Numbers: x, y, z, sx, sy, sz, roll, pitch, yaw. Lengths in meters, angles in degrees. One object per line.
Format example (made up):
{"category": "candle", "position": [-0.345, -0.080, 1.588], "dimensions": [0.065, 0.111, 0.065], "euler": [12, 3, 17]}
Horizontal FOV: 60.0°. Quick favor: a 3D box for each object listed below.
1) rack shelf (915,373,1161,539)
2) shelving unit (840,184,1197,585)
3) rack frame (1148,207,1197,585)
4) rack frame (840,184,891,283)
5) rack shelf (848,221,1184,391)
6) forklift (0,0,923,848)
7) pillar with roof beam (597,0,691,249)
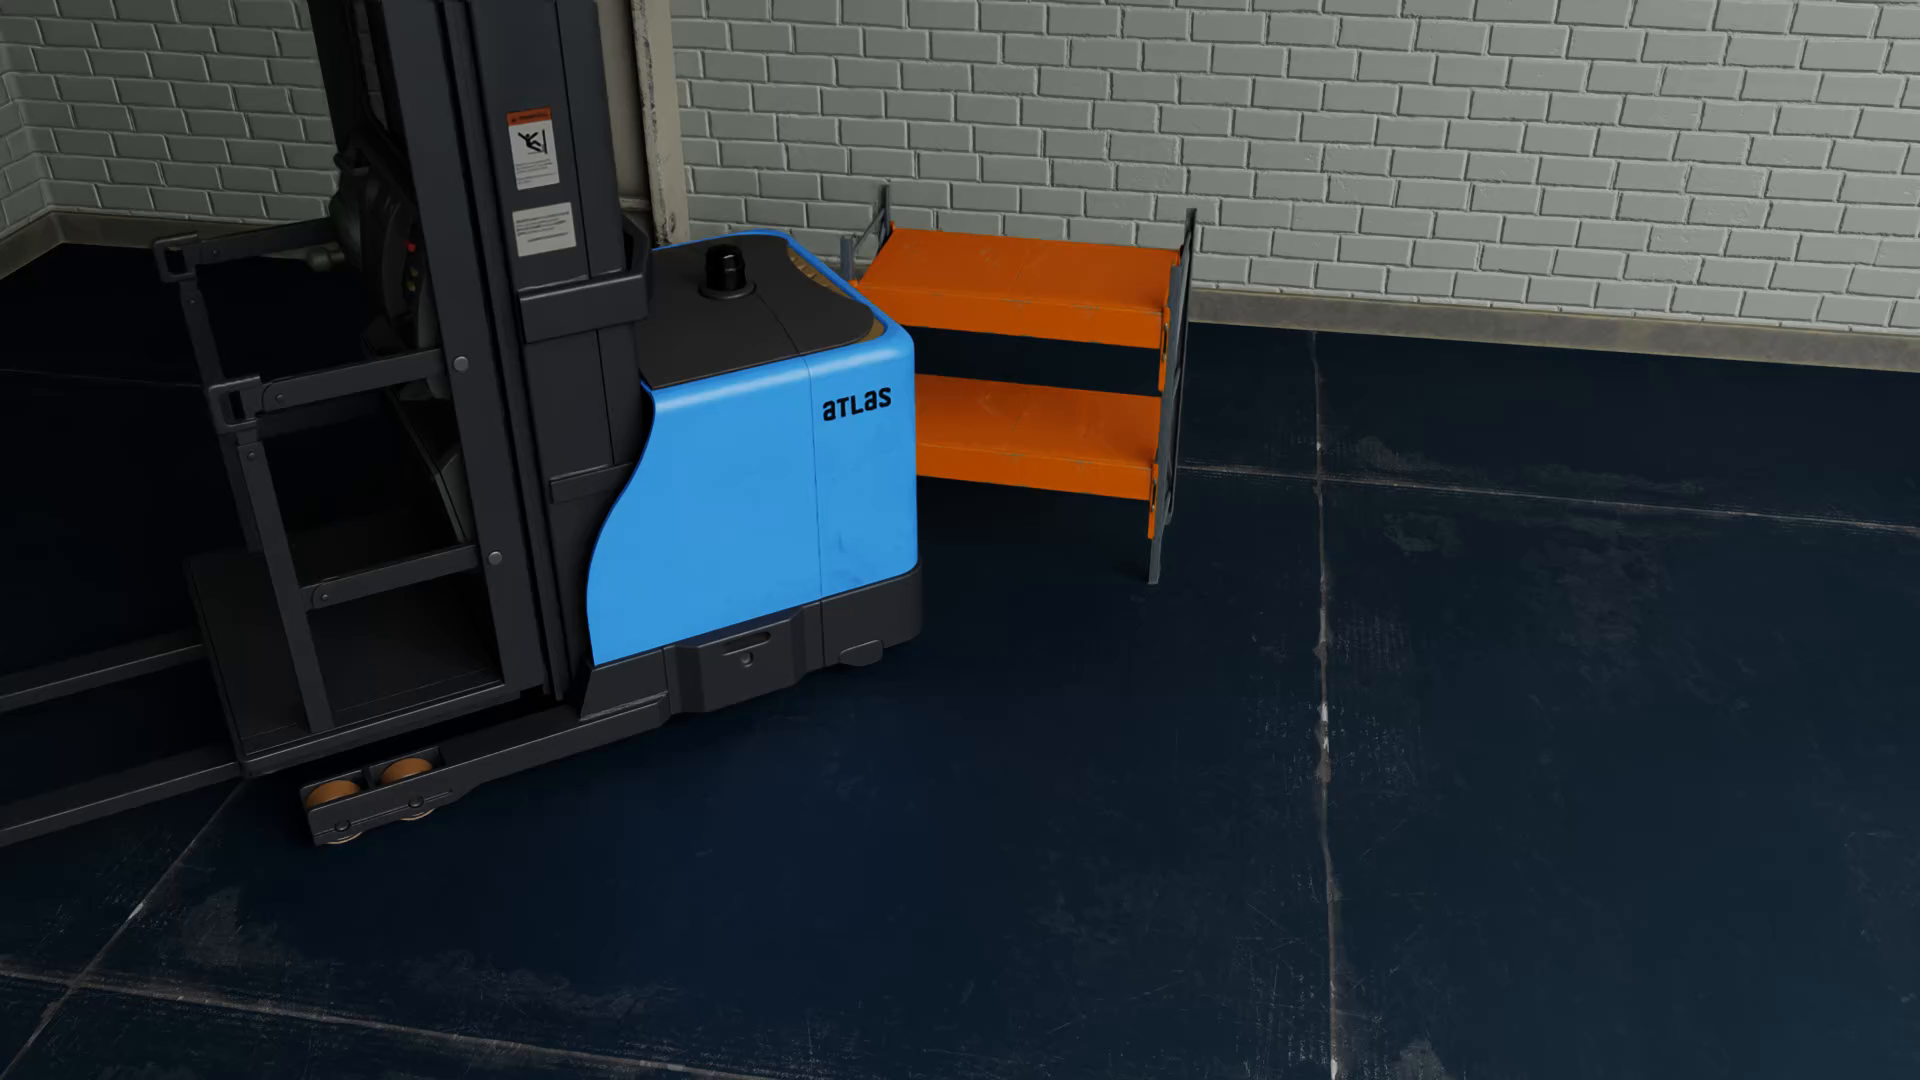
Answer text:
{"category": "rack shelf", "position": [0.196, -0.310, 5.646], "dimensions": [1.000, 0.278, 0.538], "euler": [7, 33, 10]}
{"category": "shelving unit", "position": [0.196, -0.517, 5.516], "dimensions": [1.048, 1.125, 0.538], "euler": [7, 33, 10]}
{"category": "rack frame", "position": [0.693, -0.460, 5.424], "dimensions": [0.032, 1.125, 0.500], "euler": [7, 33, 10]}
{"category": "rack frame", "position": [-0.301, -0.575, 5.608], "dimensions": [0.032, 1.125, 0.500], "euler": [7, 33, 10]}
{"category": "rack shelf", "position": [0.196, -0.765, 5.361], "dimensions": [1.000, 0.278, 0.538], "euler": [7, 33, 10]}
{"category": "forklift", "position": [-1.656, -0.751, 4.188], "dimensions": [3.031, 2.935, 1.130], "euler": [-16, 36, -24]}
{"category": "pillar with roof beam", "position": [-2.161, -2.675, 1.543], "dimensions": [0.400, 9.000, 9.100], "euler": [5, 32, 8]}
